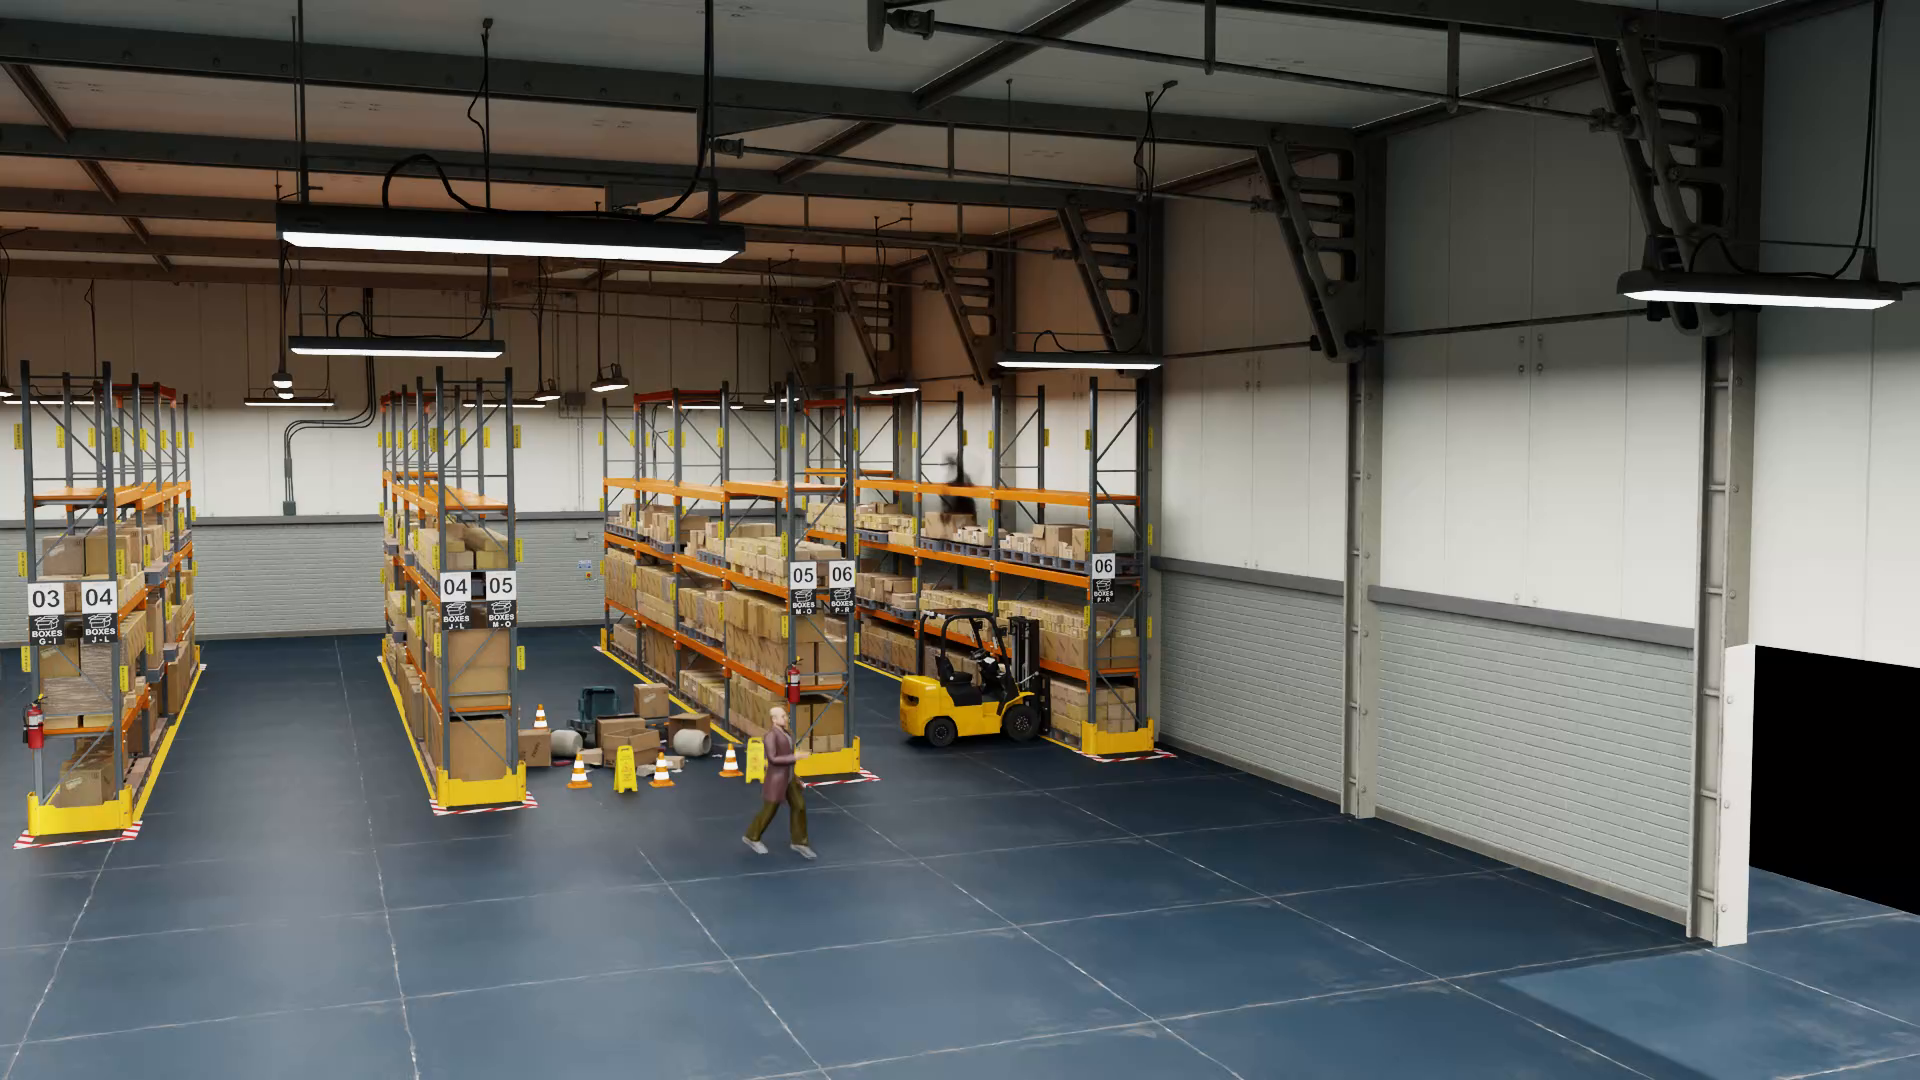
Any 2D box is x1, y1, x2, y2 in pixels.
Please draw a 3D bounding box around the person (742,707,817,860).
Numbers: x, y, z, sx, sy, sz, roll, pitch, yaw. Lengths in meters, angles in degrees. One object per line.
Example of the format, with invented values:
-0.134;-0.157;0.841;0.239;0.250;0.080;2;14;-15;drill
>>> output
-2.155;2.902;19.870;0.888;1.832;0.677;1;4;22;person
